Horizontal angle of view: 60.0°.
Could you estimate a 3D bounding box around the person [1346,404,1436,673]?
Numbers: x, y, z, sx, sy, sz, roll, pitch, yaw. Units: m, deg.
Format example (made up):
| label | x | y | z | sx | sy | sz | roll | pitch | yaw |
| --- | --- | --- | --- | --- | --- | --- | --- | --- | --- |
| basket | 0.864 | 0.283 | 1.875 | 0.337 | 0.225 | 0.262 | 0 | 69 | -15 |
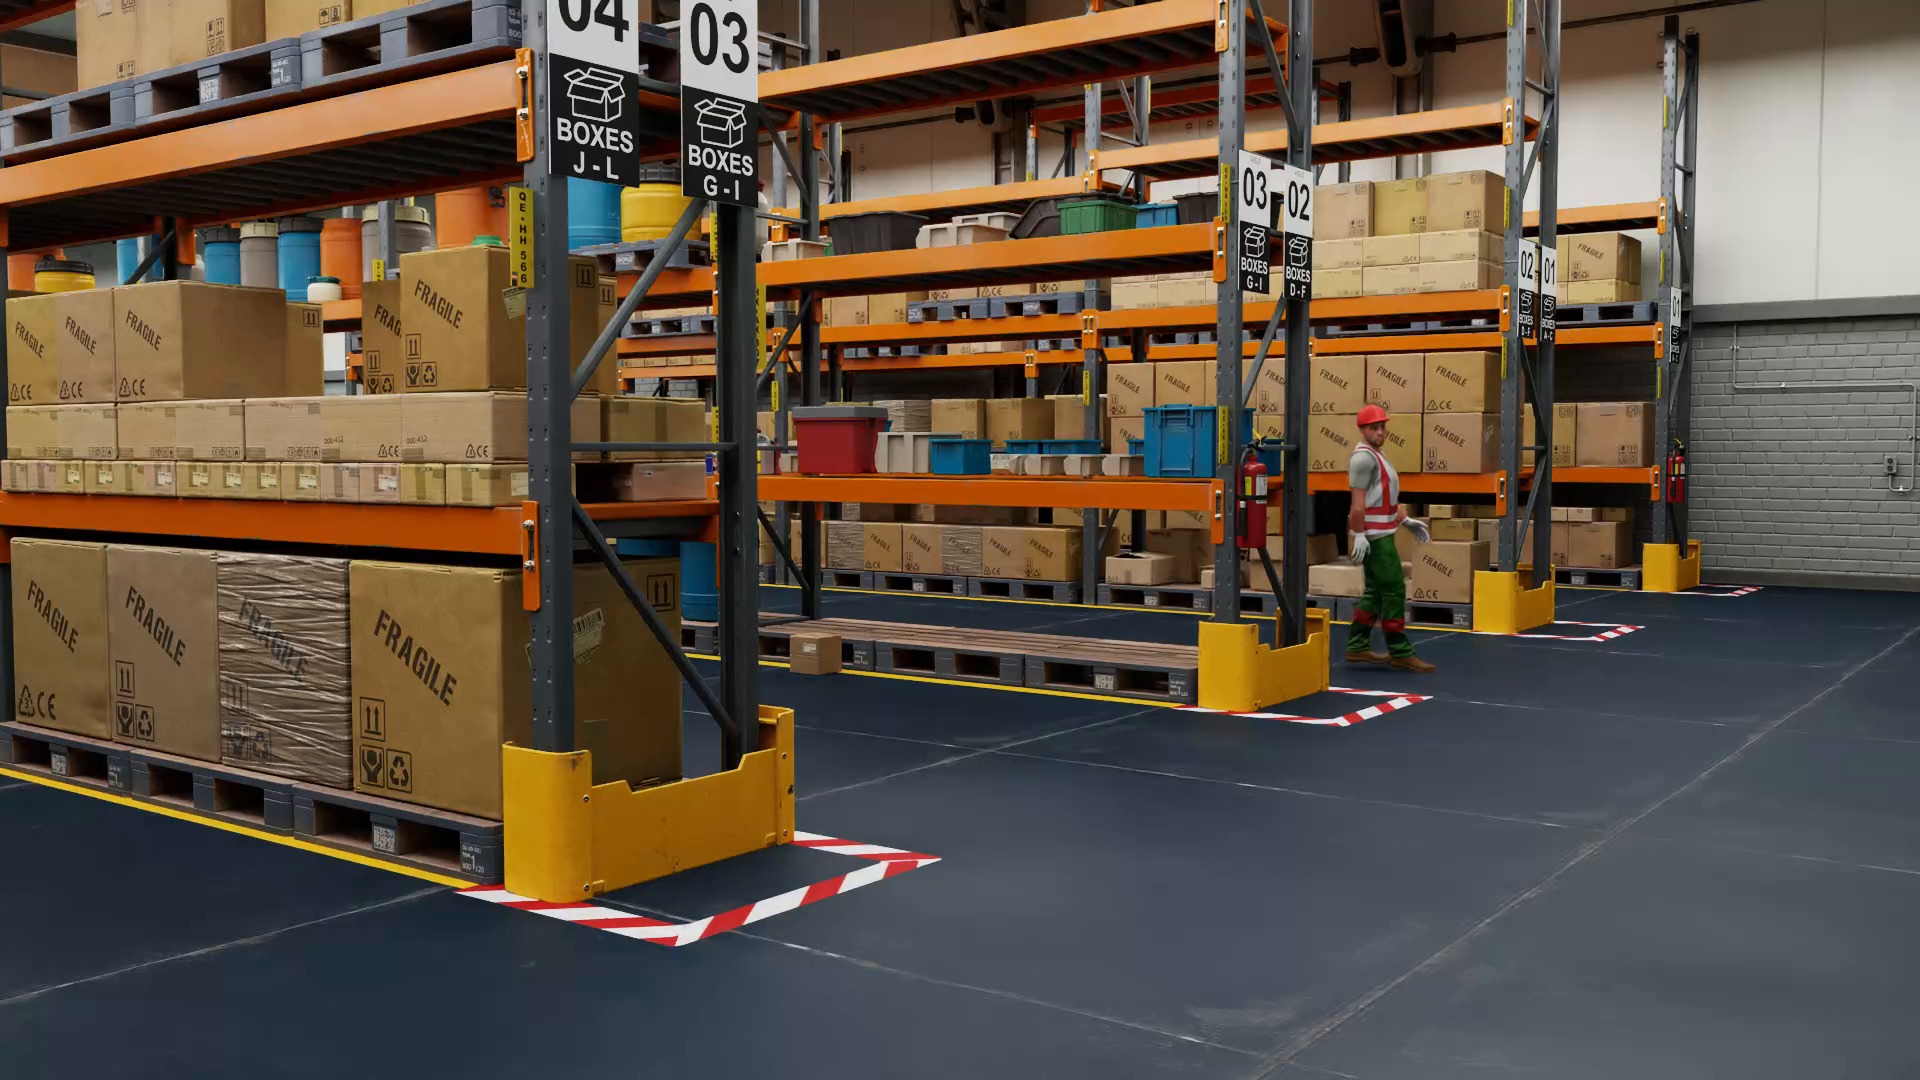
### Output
| label | x | y | z | sx | sy | sz | roll | pitch | yaw |
| --- | --- | --- | --- | --- | --- | --- | --- | --- | --- |
| person | 2.903 | -0.011 | 11.187 | 0.602 | 1.799 | 0.553 | 1 | 3 | 20 |
